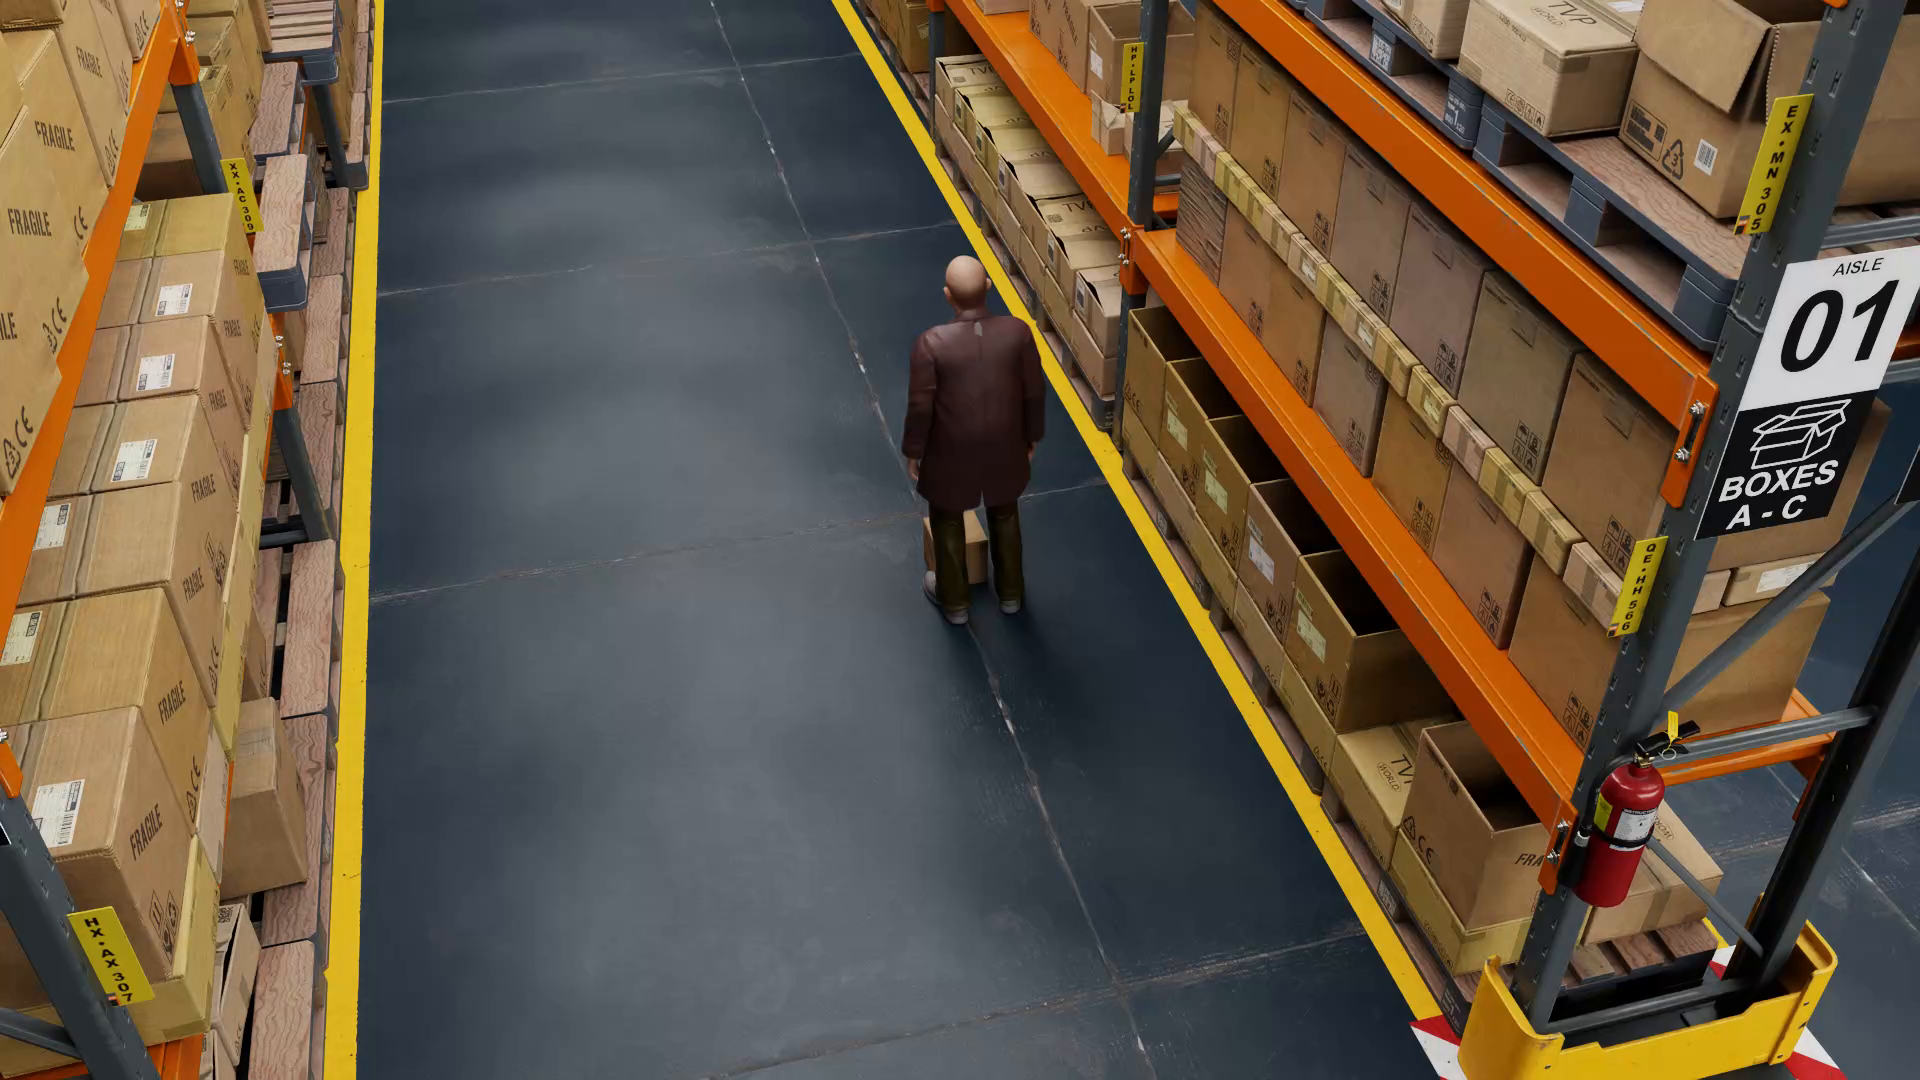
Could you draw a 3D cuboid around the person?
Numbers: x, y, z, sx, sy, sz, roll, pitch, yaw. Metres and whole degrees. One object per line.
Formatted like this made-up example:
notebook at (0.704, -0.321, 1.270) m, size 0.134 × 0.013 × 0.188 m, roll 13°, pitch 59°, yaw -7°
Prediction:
person at (0.059, -0.344, 7.322) m, size 0.641 × 1.592 × 0.428 m, roll -9°, pitch 39°, yaw -12°
